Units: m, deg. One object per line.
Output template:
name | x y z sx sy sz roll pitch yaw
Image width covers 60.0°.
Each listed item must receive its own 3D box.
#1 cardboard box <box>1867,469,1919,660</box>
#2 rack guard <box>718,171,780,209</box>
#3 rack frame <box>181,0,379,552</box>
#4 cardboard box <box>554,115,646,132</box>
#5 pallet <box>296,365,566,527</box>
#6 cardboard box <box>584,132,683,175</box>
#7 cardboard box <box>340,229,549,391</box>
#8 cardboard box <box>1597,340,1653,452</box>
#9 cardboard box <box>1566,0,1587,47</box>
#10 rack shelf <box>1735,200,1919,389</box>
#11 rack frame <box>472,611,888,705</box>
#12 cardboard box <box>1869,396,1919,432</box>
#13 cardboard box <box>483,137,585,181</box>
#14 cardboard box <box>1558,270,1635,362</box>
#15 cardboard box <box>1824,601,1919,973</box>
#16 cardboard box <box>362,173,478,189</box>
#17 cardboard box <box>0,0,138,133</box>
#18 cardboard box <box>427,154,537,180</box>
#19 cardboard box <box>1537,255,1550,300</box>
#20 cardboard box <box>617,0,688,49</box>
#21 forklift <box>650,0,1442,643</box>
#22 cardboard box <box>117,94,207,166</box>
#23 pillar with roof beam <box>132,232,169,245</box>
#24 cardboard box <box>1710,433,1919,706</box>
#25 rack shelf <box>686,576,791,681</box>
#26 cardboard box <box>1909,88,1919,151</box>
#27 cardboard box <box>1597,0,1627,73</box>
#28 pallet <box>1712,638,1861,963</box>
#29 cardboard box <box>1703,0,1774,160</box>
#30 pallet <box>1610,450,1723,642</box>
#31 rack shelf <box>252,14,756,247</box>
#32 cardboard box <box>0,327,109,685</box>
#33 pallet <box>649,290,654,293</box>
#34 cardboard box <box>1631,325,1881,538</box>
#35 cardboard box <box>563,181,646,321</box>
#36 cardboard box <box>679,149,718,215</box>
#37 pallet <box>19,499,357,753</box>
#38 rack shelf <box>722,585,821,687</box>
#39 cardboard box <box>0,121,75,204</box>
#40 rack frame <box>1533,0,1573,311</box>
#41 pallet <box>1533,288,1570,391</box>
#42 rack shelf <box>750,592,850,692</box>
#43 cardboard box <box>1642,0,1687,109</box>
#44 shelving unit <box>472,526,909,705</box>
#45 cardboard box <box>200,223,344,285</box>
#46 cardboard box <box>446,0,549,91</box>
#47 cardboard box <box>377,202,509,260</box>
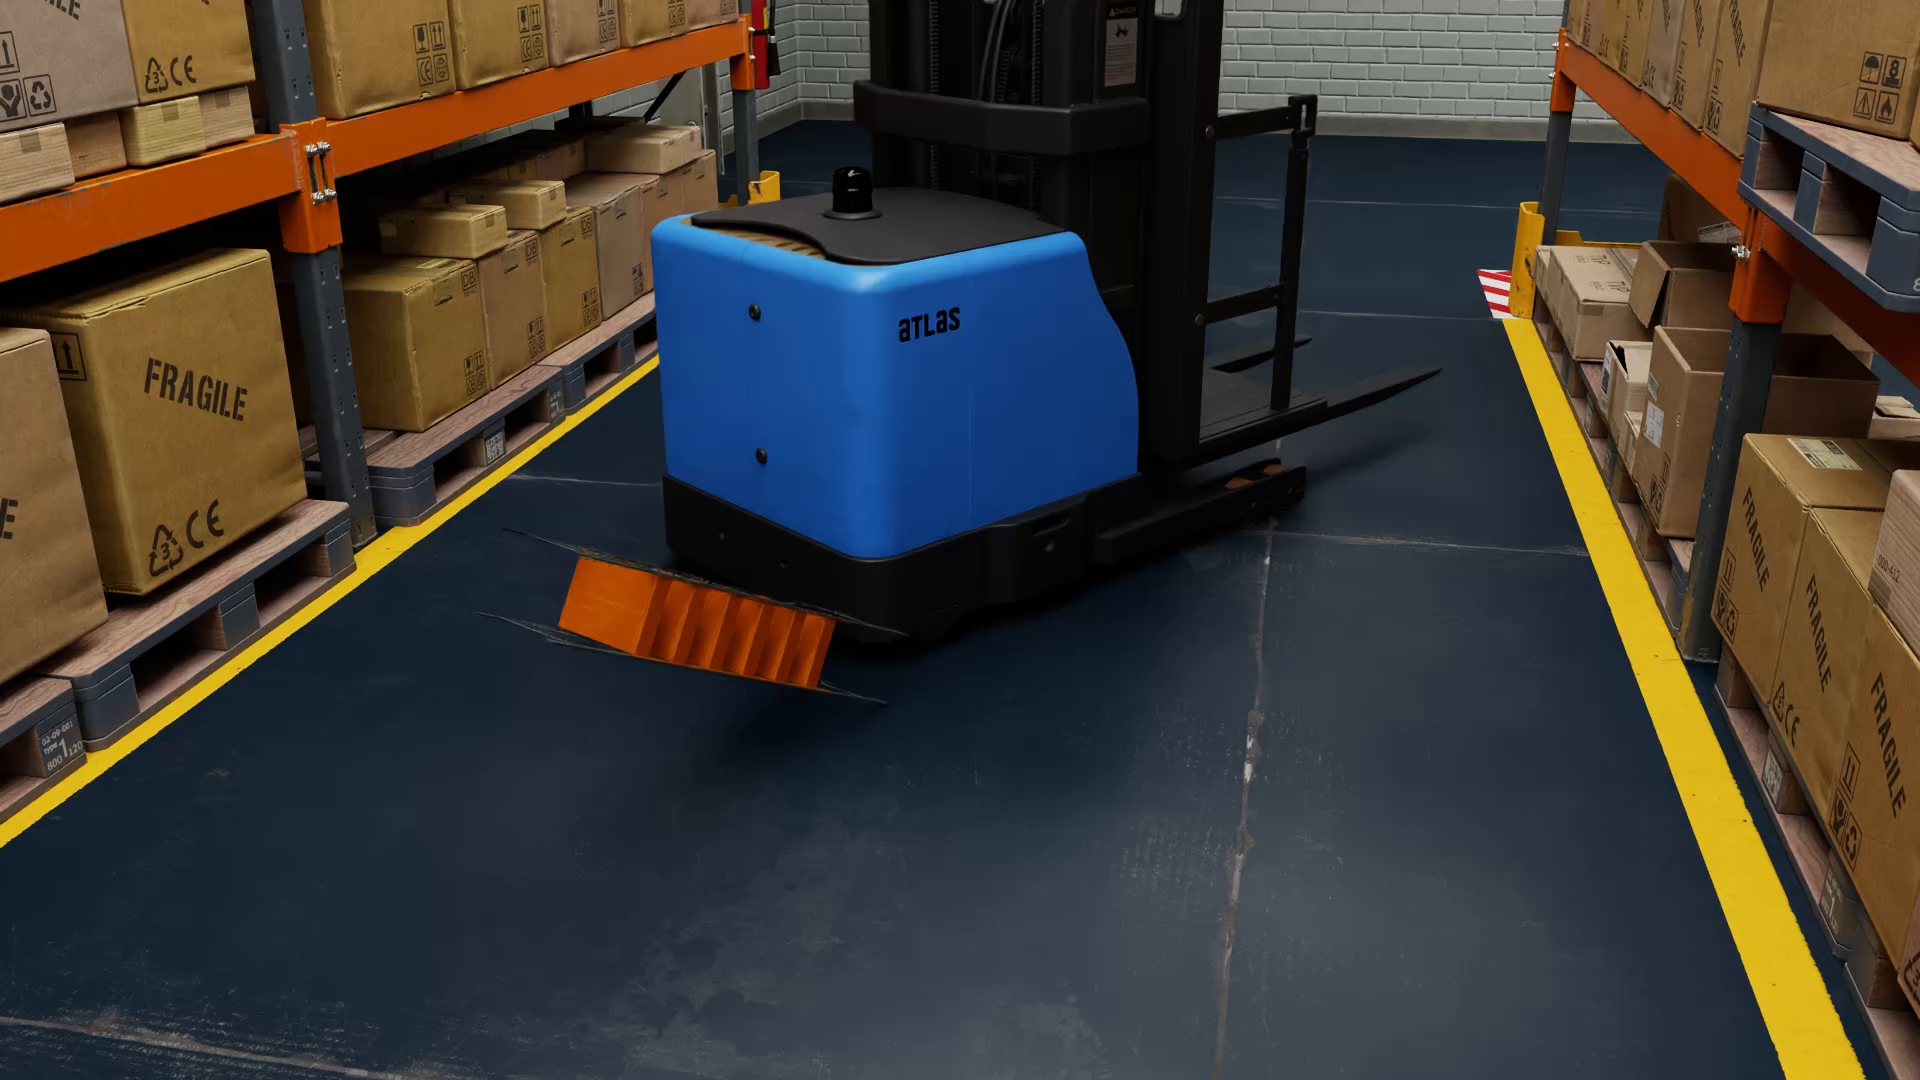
cardboard box | 1.927 0.092 2.862 0.500 0.250 0.500 5 22 11
rack guard | -1.561 -1.728 8.974 1.175 0.500 0.348 4 22 11
rack frame | -2.382 -1.416 4.853 1.000 3.000 0.127 4 22 11
cardboard box | -1.781 -2.012 8.250 0.380 0.149 0.250 5 22 11
pallet | -2.150 -0.394 6.050 1.003 0.211 1.213 4 22 11
cardboard box | -1.510 -1.797 7.715 0.380 0.149 0.250 5 22 12
cardboard box | -2.024 -0.900 6.357 0.700 0.500 0.500 4 22 10
cardboard box | 2.460 -0.500 5.591 0.500 0.311 0.500 4 22 11
cardboard box | 2.936 -2.406 7.179 0.500 0.500 0.500 5 22 12
rack shelf | 2.060 0.026 2.237 1.077 0.370 4.000 4 22 11
rack frame | -0.594 0.286 3.856 0.240 0.006 1.200 15 -2 33
cardboard box | 2.932 -0.383 5.494 0.380 0.166 0.250 4 22 11
cardboard box | -1.935 -1.735 7.562 0.380 0.149 0.250 5 22 11
cardboard box | 2.692 -0.888 6.635 0.500 0.250 0.500 4 22 11
cardboard box | 1.923 0.453 2.972 0.500 0.500 0.500 5 22 12
cardboard box | -2.142 -1.361 6.634 0.380 0.149 0.250 5 22 11
cardboard box | -2.324 -1.234 3.843 0.500 0.500 0.500 5 22 11
cardboard box | -2.038 -1.548 7.098 0.380 0.149 0.250 5 22 11
cardboard box | 2.811 -1.174 7.456 0.380 0.166 0.250 4 22 11
cardboard box | -1.798 -2.563 7.302 0.980 0.700 0.700 4 22 10
forklift | 0.521 -1.526 5.219 3.031 2.935 1.130 -19 29 -39
cardboard box | -2.202 -1.069 4.302 0.380 0.149 0.250 5 22 12
pillar with roof beam | 1.128 -4.192 3.717 9.100 9.000 0.400 4 22 11
cardboard box | 2.131 0.075 3.911 0.500 0.500 0.500 3 22 8
rack shelf | -0.545 0.206 3.896 0.258 0.180 0.103 15 -2 33
cardboard box | 2.074 -0.868 2.797 0.700 0.500 0.500 8 23 19
cardboard box | 2.730 -2.034 6.255 0.500 0.500 0.500 4 22 11
pallet | 2.339 0.555 3.694 1.003 0.211 1.213 4 22 11
cardboard box | 2.319 -1.288 4.403 0.500 0.500 0.500 5 22 12
pallet | 2.609 0.003 5.063 1.003 0.211 1.213 4 22 11
rack shelf | -1.974 -1.813 6.804 1.077 0.370 4.000 4 22 11
cardboard box | -2.566 -0.040 3.754 0.750 0.750 0.750 5 23 13
pallet | -1.653 -1.286 8.265 1.003 0.211 1.213 4 22 11
cardboard box | 2.307 -0.314 4.875 0.500 0.500 0.500 4 22 11
cardboard box | -1.815 -1.283 7.308 0.700 0.500 0.500 4 22 9
cardboard box | -1.611 -1.650 8.219 0.700 0.500 0.500 4 22 11
pallet | -2.466 0.166 4.659 1.003 0.211 1.213 4 22 11
rack shelf | -0.482 0.228 3.996 0.258 0.180 0.103 15 -2 33
cardboard box | -2.296 -0.877 3.824 0.380 0.149 0.250 4 22 11
rack frame | 3.284 -2.502 7.551 1.000 3.000 0.127 4 22 11
pallet | 3.107 -0.889 7.279 1.003 0.211 1.213 4 22 11
rack shelf | -0.420 0.250 4.096 0.258 0.180 0.103 15 -2 33
cardboard box | 2.525 -1.665 5.338 0.500 0.500 0.500 5 22 12
shelving unit | -0.568 0.198 3.859 0.258 0.189 1.200 15 -2 33
cardboard box | -2.353 -0.980 5.686 0.380 0.149 0.250 4 22 11
cardboard box | -2.101 -2.018 5.948 0.980 0.700 0.700 4 22 10
cardboard box | -1.881 -1.129 6.057 0.380 0.149 0.250 5 23 13
